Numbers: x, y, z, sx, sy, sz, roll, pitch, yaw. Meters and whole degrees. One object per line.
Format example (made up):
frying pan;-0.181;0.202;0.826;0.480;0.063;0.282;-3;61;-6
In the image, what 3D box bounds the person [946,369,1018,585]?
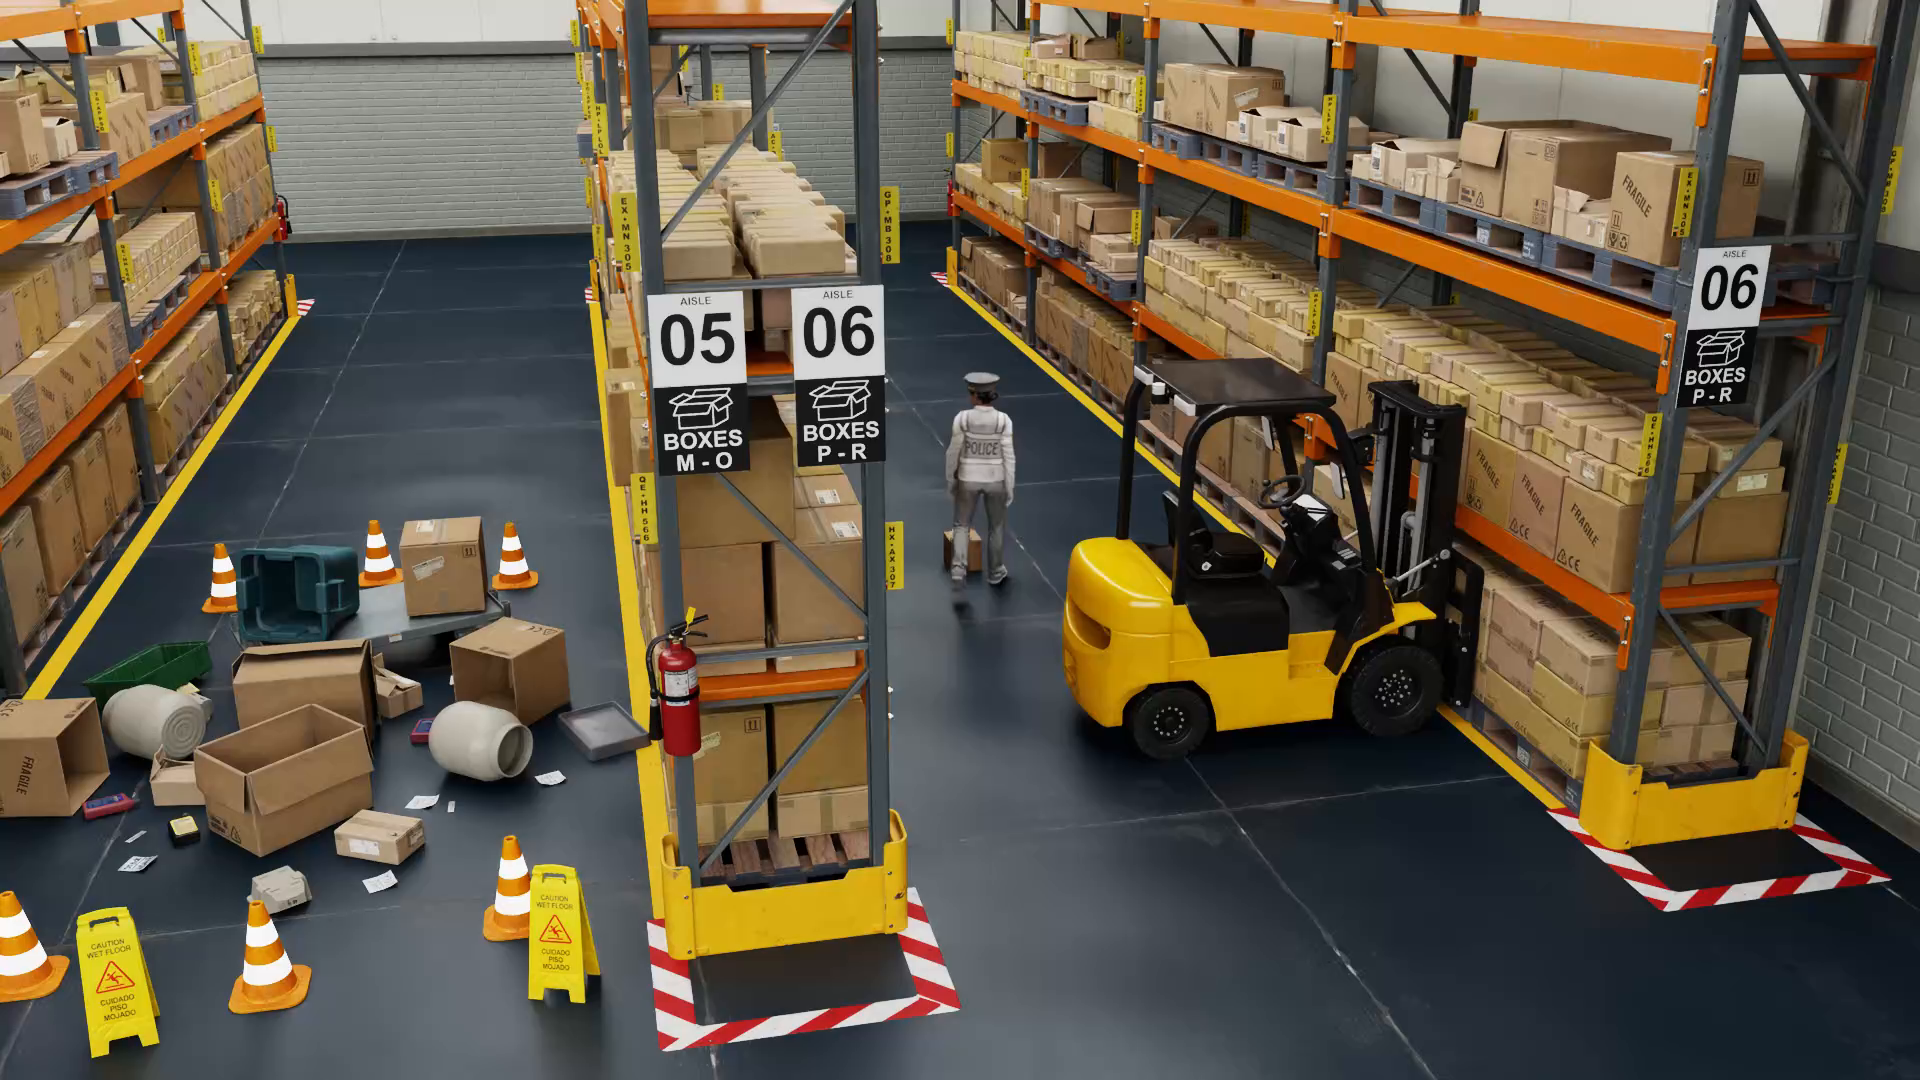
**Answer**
person;0.162;-0.436;12.233;0.527;1.661;0.567;0;20;-1
